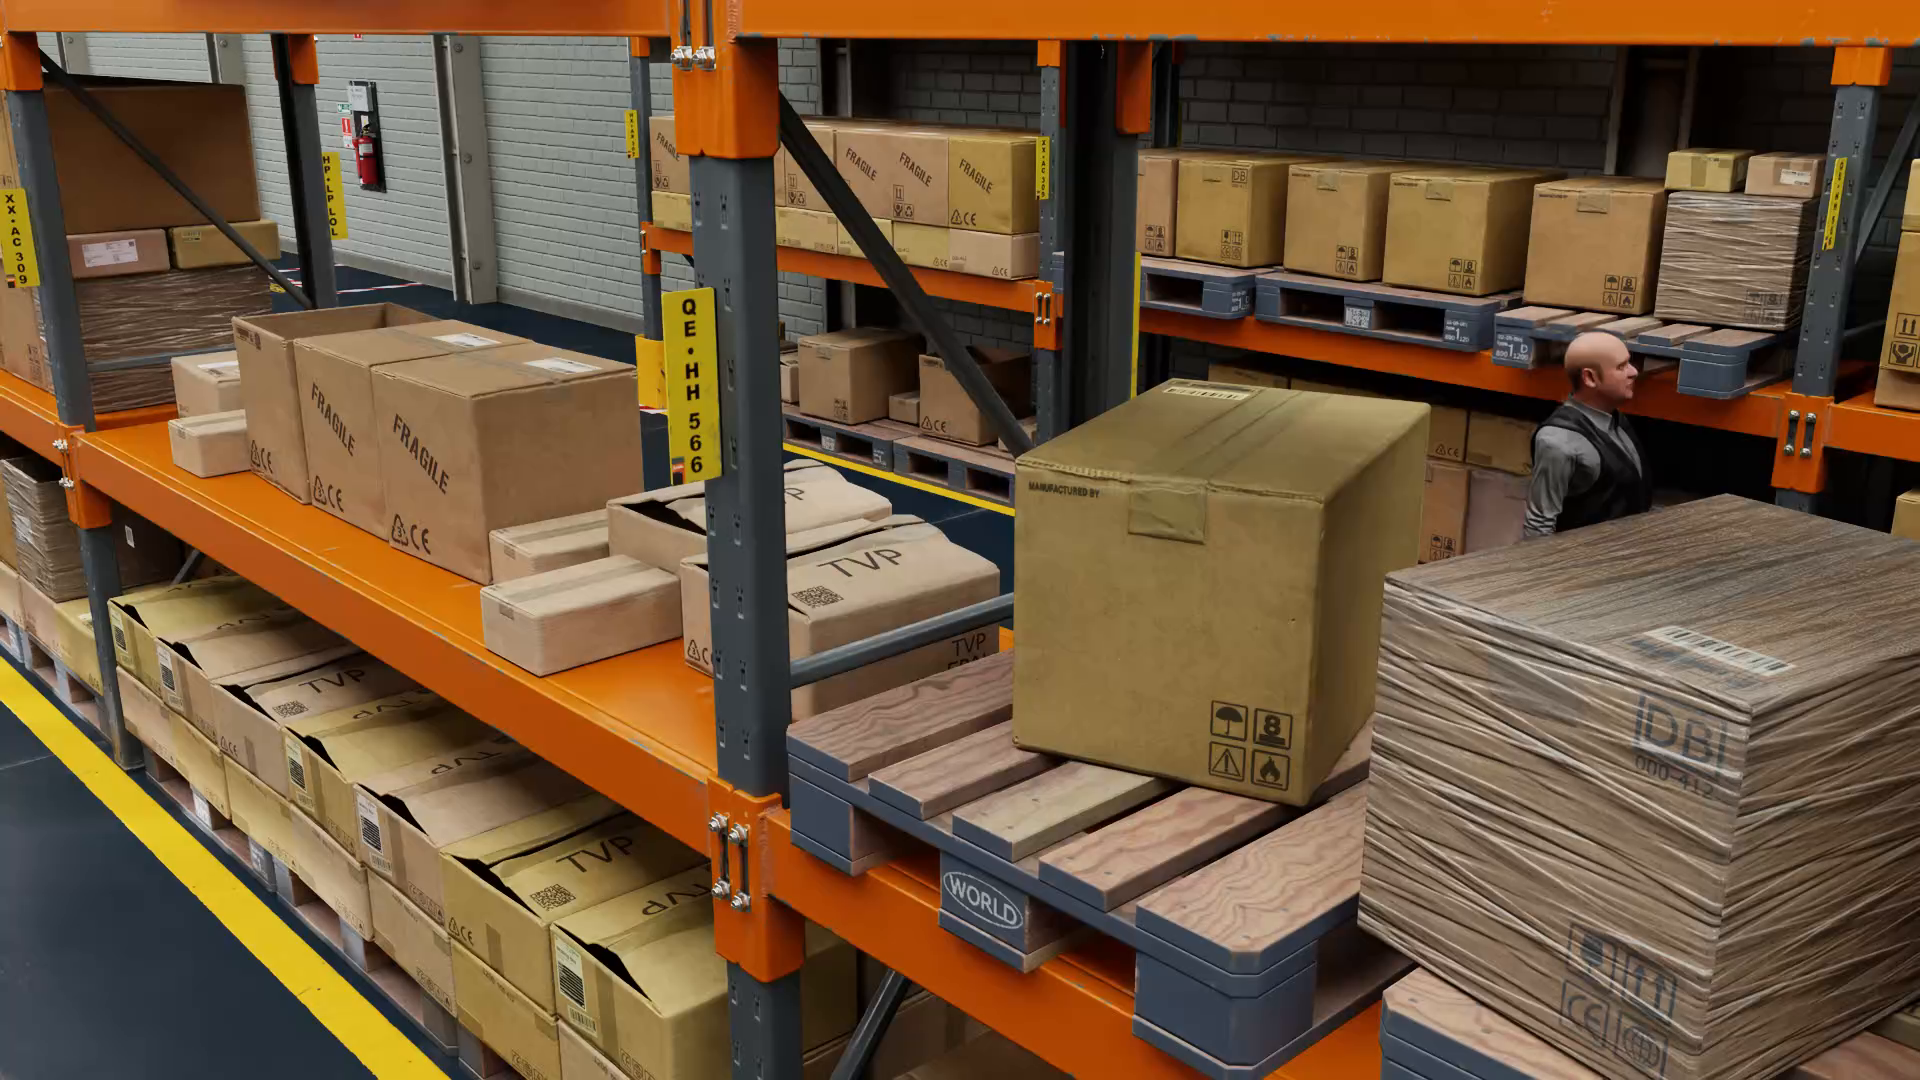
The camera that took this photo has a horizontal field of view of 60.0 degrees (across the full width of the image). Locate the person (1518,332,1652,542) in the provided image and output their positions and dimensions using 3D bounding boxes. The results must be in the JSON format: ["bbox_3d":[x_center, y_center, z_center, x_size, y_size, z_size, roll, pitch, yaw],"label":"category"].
[{"bbox_3d":[2.161,0.166,5.533,0.881,1.708,0.572,12,21,34],"label":"person"}]
